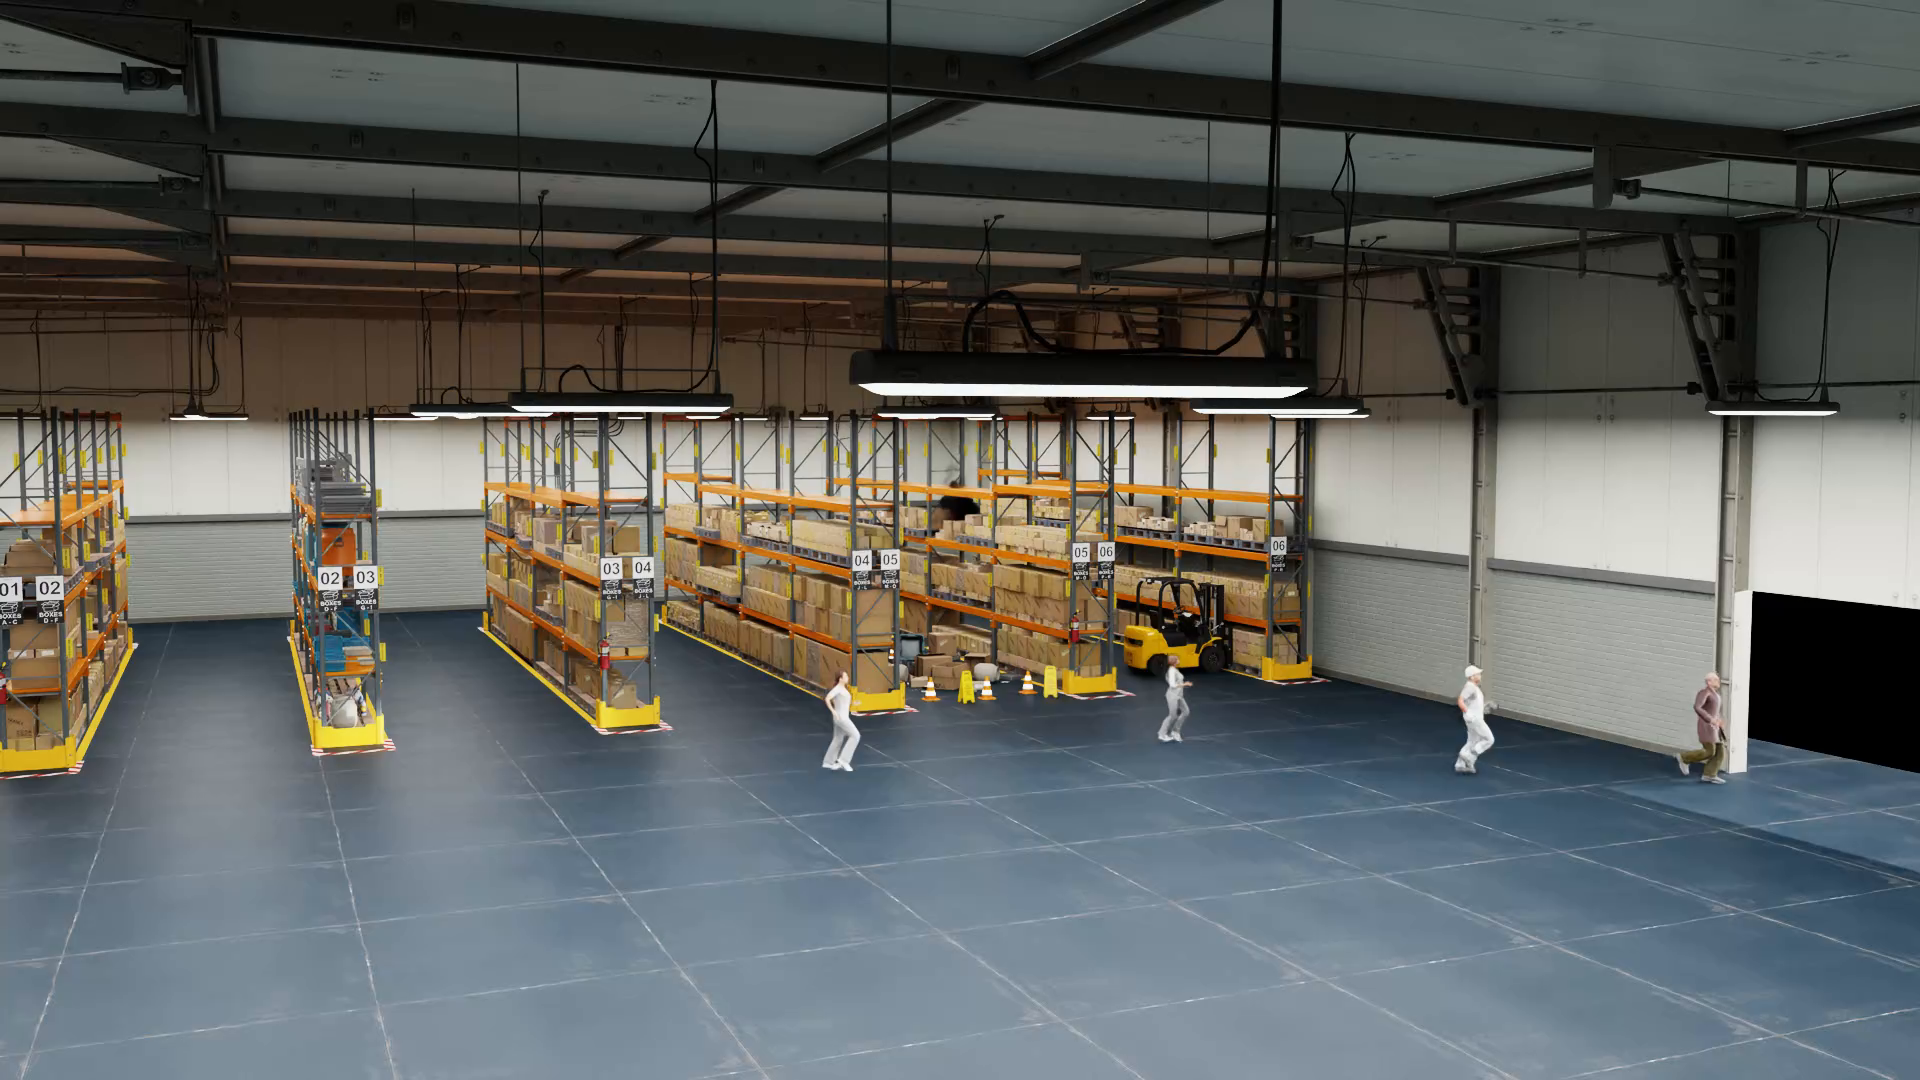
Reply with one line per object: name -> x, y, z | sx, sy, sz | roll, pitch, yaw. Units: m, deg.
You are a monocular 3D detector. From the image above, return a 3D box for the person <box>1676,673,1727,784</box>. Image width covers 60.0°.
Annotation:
person -> 11.954, 2.993, 26.665 | 0.730, 1.740, 0.749 | -4, 6, -44

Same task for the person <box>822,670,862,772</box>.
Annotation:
person -> -1.940, 2.979, 27.363 | 0.661, 1.658, 0.546 | 0, 4, -1

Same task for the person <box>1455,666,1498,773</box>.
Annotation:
person -> 8.424, 2.925, 27.107 | 0.645, 1.741, 0.639 | 1, 4, 14

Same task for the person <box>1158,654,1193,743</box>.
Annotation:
person -> 3.862, 2.888, 29.755 | 0.639, 1.515, 0.517 | 2, 4, 22
